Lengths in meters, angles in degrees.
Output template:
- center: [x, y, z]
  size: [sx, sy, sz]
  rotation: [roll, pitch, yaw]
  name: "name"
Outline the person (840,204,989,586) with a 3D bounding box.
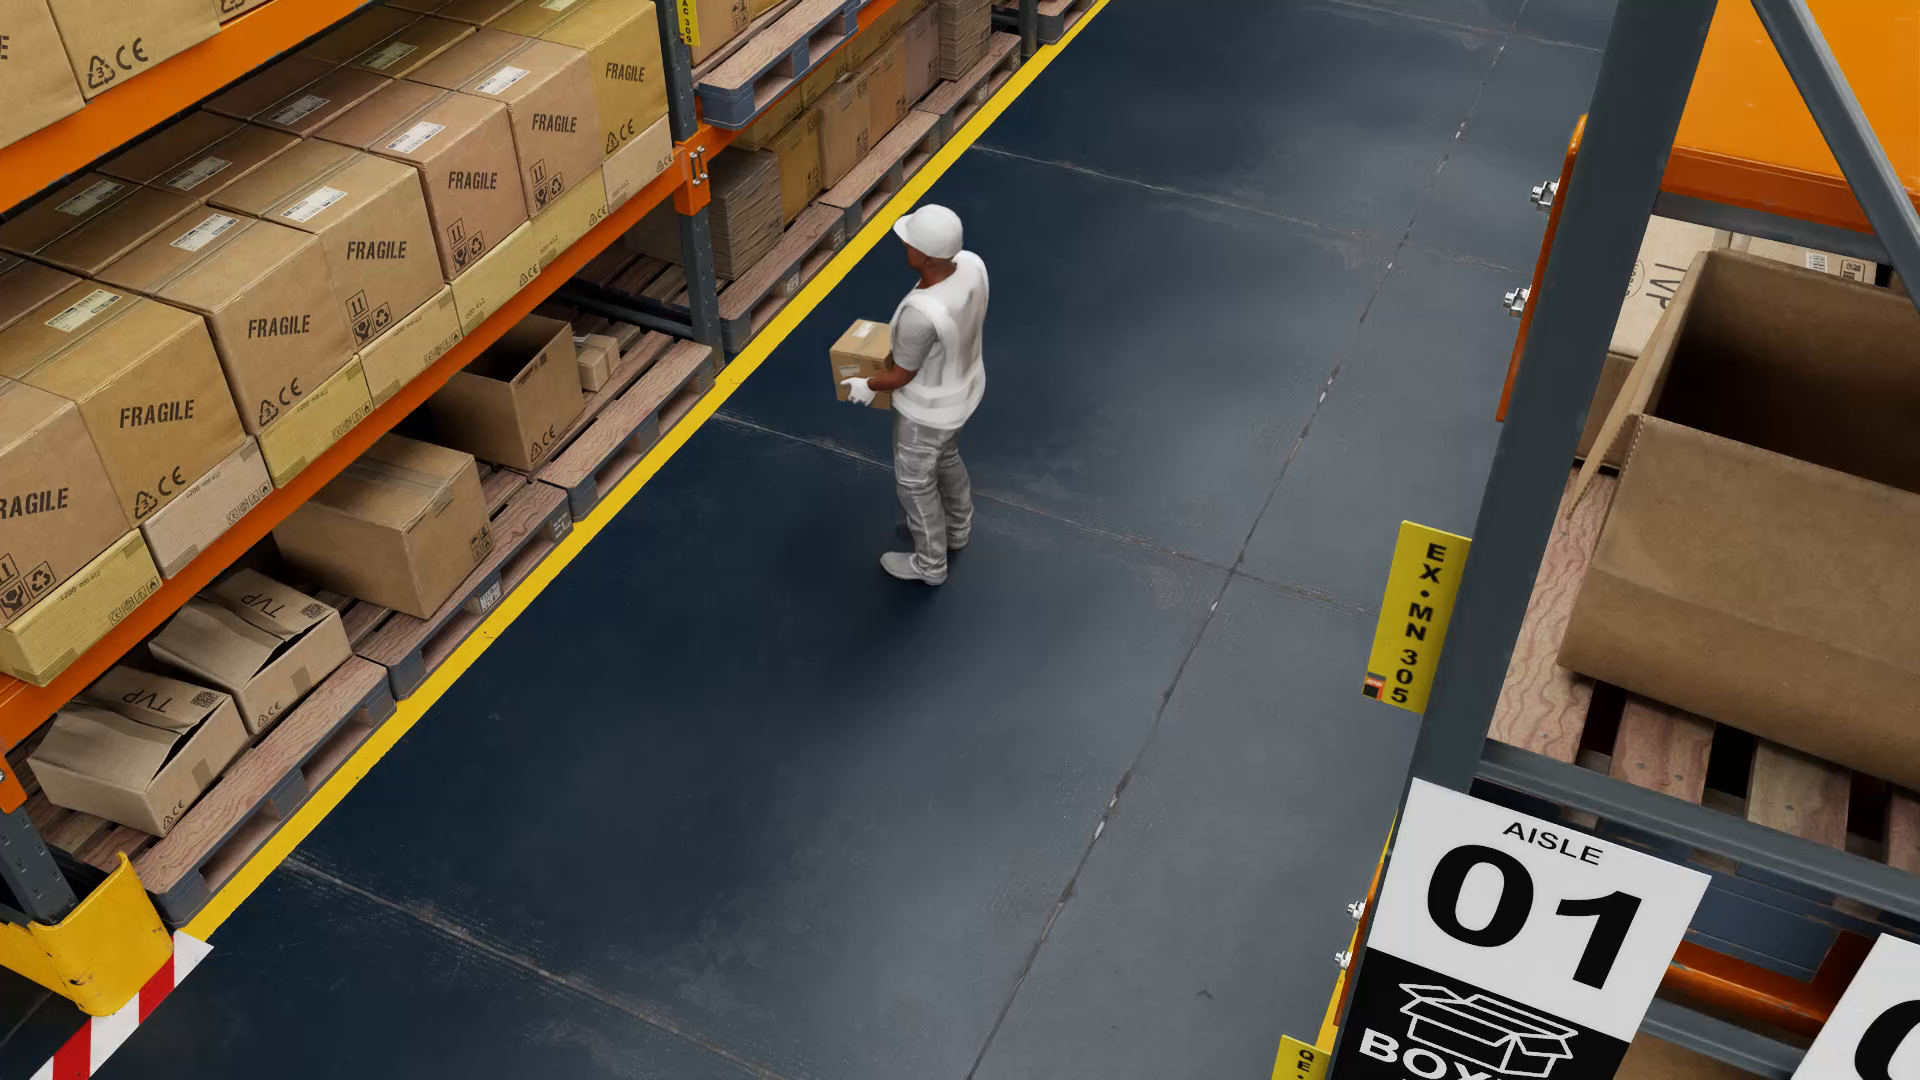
- center: [-0.182, -0.603, 6.819]
  size: [0.541, 1.789, 0.532]
  rotation: [17, 44, 18]
  name: "person"
